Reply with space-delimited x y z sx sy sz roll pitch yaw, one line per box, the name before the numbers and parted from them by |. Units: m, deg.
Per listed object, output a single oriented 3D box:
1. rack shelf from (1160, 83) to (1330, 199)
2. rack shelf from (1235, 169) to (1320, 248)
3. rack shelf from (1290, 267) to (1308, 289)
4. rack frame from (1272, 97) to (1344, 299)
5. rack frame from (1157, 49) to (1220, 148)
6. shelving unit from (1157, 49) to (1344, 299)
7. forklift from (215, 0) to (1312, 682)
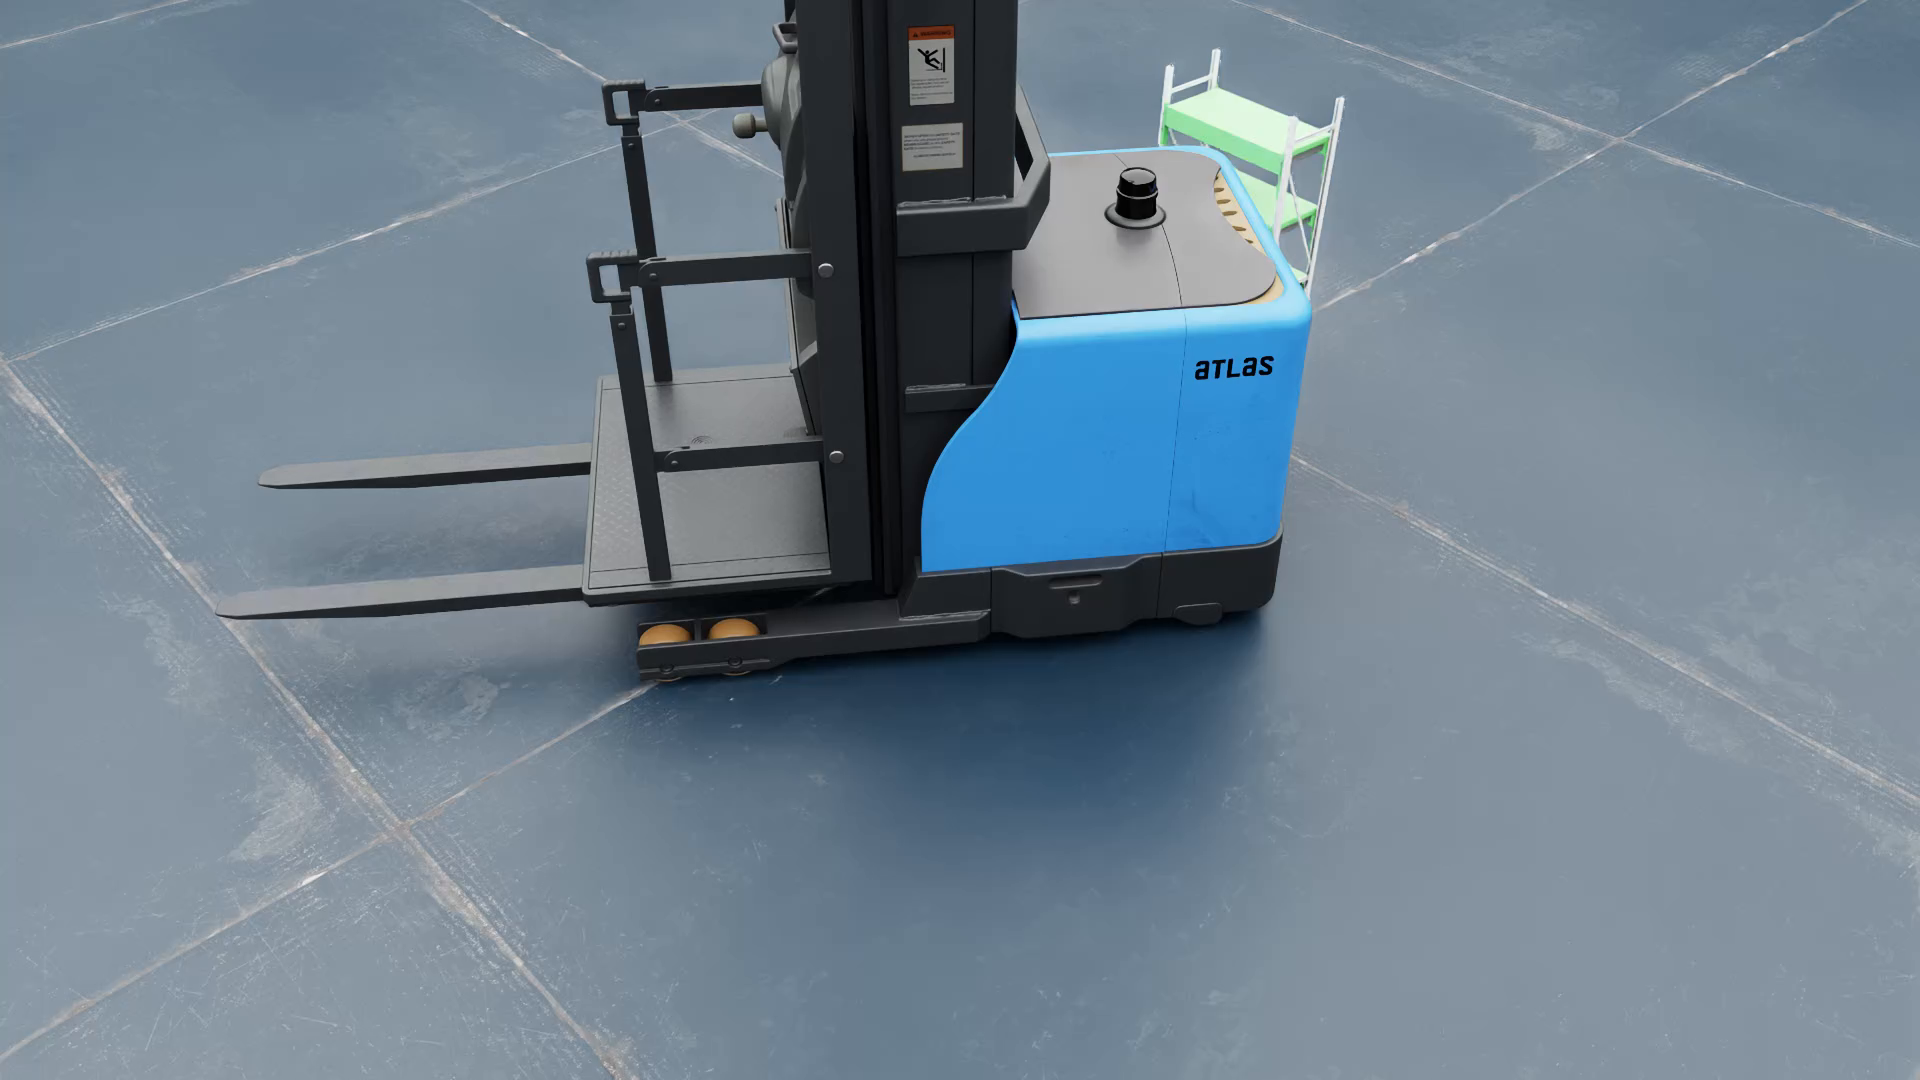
rack shelf | 0.888 -1.244 5.166 0.258 0.148 0.480 -28 46 -33
rack shelf | 0.881 -1.054 5.312 0.258 0.148 0.480 -28 46 -33
rack shelf | 0.874 -0.864 5.458 0.258 0.148 0.480 -28 46 -33
rack frame | 1.039 -0.800 5.278 0.240 1.200 0.015 -28 46 -33
rack frame | 0.712 -1.028 5.560 0.240 1.200 0.015 -28 46 -33
shelving unit | 0.876 -0.914 5.419 0.258 1.200 0.503 -28 46 -33
forklift | -0.621 -1.090 4.266 3.031 2.935 1.130 -5 39 -6
